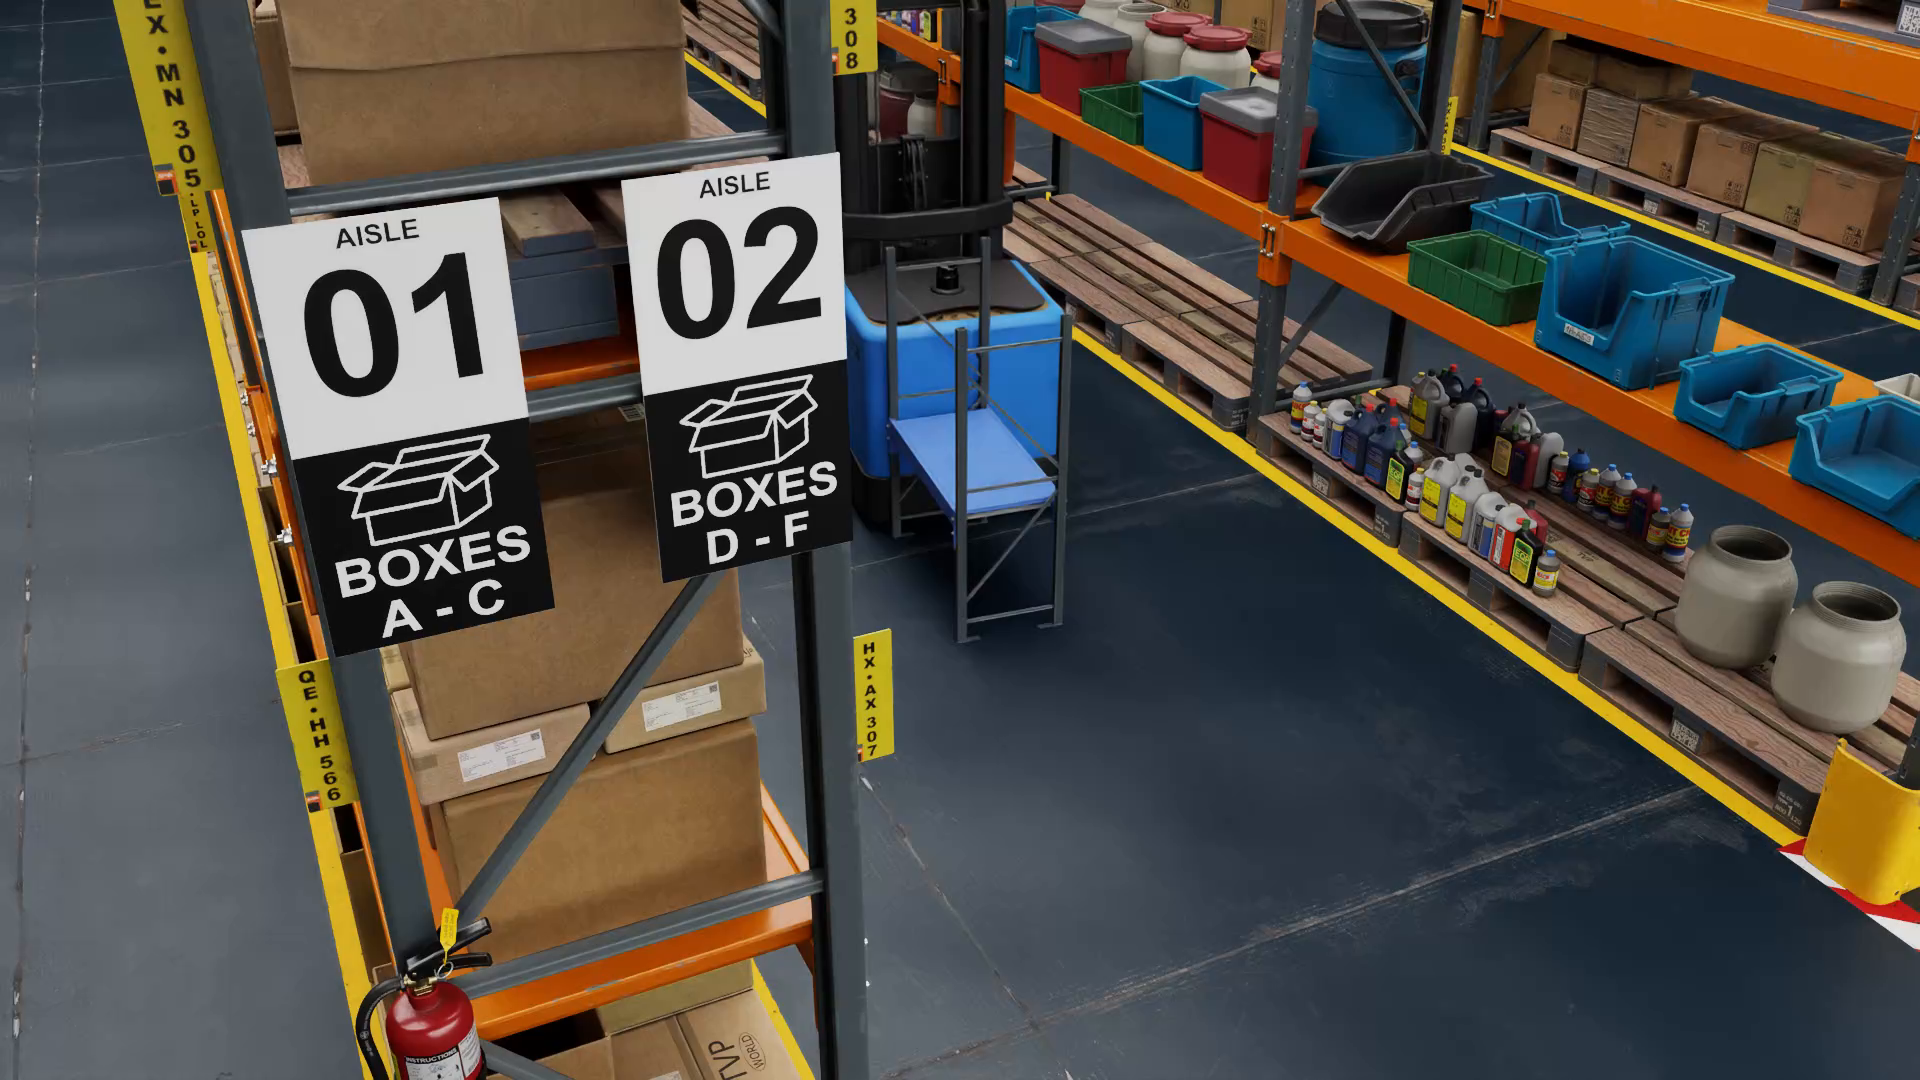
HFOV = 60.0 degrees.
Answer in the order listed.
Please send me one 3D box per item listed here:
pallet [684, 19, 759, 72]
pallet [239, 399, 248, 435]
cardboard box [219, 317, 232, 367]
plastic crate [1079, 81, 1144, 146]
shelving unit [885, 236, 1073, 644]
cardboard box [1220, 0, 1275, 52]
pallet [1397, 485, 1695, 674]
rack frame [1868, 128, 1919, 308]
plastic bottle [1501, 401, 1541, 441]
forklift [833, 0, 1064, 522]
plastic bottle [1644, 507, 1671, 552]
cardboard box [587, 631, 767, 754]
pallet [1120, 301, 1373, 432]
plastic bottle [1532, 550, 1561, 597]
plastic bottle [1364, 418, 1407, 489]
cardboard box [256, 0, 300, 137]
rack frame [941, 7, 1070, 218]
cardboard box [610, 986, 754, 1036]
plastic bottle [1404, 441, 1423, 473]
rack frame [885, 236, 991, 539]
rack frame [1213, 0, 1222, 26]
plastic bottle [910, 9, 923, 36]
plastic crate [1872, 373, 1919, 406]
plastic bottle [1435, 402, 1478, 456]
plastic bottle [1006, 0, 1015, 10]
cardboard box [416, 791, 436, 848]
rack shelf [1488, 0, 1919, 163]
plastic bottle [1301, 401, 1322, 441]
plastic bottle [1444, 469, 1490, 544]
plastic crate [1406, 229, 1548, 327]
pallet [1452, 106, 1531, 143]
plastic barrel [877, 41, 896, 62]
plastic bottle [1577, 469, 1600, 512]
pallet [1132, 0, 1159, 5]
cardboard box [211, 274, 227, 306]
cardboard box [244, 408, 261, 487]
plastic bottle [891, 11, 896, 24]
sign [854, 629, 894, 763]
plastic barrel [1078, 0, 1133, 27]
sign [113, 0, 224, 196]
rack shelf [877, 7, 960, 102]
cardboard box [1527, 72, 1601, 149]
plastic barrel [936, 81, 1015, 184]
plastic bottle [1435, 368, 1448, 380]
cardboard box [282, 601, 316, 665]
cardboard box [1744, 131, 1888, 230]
[{"bbox_3d":[-2.251,-5.112,17.150,1.003,0.211,1.213,-13,32,-22],"label":"pallet"},{"bbox_3d":[-3.293,-0.540,8.997,1.003,0.211,1.213,-13,32,-22],"label":"pallet"},{"bbox_3d":[-3.955,-1.135,9.590,0.500,0.250,0.500,-14,32,-23],"label":"cardboard box"},{"bbox_3d":[1.059,-2.555,9.957,0.450,0.188,0.662,-13,32,-22],"label":"plastic crate"},{"bbox_3d":[0.060,-0.469,7.554,0.538,1.500,1.048,-9,31,-16],"label":"shelving unit"},{"bbox_3d":[3.393,-5.489,16.716,1.225,0.875,0.875,-13,32,-22],"label":"cardboard box"},{"bbox_3d":[2.840,0.124,7.814,1.003,0.211,1.213,-13,32,-22],"label":"pallet"},{"bbox_3d":[6.535,-2.978,10.493,1.000,3.000,0.127,-13,32,-22],"label":"rack frame"},{"bbox_3d":[2.819,-0.523,8.374,0.144,0.351,0.185,-13,32,-22],"label":"plastic bottle"},{"bbox_3d":[-0.373,-2.076,8.956,1.130,2.935,3.031,-8,30,-14],"label":"forklift"},{"bbox_3d":[3.237,-0.054,7.691,0.097,0.201,0.097,0,29,0],"label":"plastic bottle"},{"bbox_3d":[-0.671,0.323,3.842,0.380,0.149,0.250,-13,32,-22],"label":"cardboard box"},{"bbox_3d":[1.689,-1.060,9.925,1.003,0.211,1.213,-13,32,-22],"label":"pallet"},{"bbox_3d":[2.594,0.139,7.347,0.097,0.201,0.097,0,29,0],"label":"plastic bottle"},{"bbox_3d":[2.114,-0.447,8.239,0.144,0.351,0.185,-15,32,-24],"label":"plastic bottle"},{"bbox_3d":[-1.429,-1.073,3.610,0.500,0.250,0.500,-13,32,-22],"label":"cardboard box"},{"bbox_3d":[0.344,-3.705,11.790,1.000,3.000,0.127,-13,32,-22],"label":"rack frame"},{"bbox_3d":[-0.944,1.380,5.104,0.500,0.250,0.500,-13,32,-22],"label":"cardboard box"},{"bbox_3d":[2.211,-0.355,8.157,0.097,0.271,0.097,0,29,0],"label":"plastic bottle"},{"bbox_3d":[-0.100,-0.705,7.974,0.500,1.500,0.032,-9,31,-16],"label":"rack frame"},{"bbox_3d":[3.100,-6.512,16.795,1.000,3.000,0.127,-13,32,-22],"label":"rack frame"},{"bbox_3d":[-0.314,-3.845,12.159,0.061,0.283,0.133,-13,32,-22],"label":"plastic bottle"},{"bbox_3d":[3.685,-0.519,6.378,0.298,0.136,0.250,-13,32,-22],"label":"plastic crate"},{"bbox_3d":[2.558,-0.591,8.571,0.152,0.276,0.135,-13,32,-22],"label":"plastic bottle"},{"bbox_3d":[0.313,-3.878,12.225,0.152,0.276,0.135,-13,32,-22],"label":"plastic bottle"},{"bbox_3d":[-1.115,0.384,4.396,0.700,0.500,0.500,-12,32,-21],"label":"cardboard box"},{"bbox_3d":[5.676,-3.547,12.245,1.077,0.370,4.000,-13,32,-22],"label":"rack shelf"},{"bbox_3d":[1.846,-0.631,8.720,0.097,0.201,0.097,0,29,0],"label":"plastic bottle"},{"bbox_3d":[2.377,-0.177,7.758,0.144,0.351,0.185,-12,31,-20],"label":"plastic bottle"},{"bbox_3d":[2.389,-1.186,7.515,0.450,0.188,0.662,-13,32,-22],"label":"plastic crate"},{"bbox_3d":[4.547,-3.892,14.976,1.003,0.211,1.213,-13,32,-22],"label":"pallet"},{"bbox_3d":[-0.851,-4.183,14.359,0.600,0.901,0.708,-13,32,-22],"label":"plastic barrel"},{"bbox_3d":[3.049,-0.248,8.036,0.097,0.201,0.097,0,29,0],"label":"plastic bottle"},{"bbox_3d":[2.317,-6.187,19.068,1.003,0.211,1.213,-13,32,-22],"label":"pallet"},{"bbox_3d":[-3.938,-1.371,9.437,0.500,0.311,0.500,-14,32,-23],"label":"cardboard box"},{"bbox_3d":[-3.076,-0.475,7.839,0.500,0.311,0.500,-12,32,-21],"label":"cardboard box"},{"bbox_3d":[-0.472,-3.993,12.507,0.097,0.201,0.097,0,29,0],"label":"plastic bottle"},{"bbox_3d":[-0.193,0.342,3.608,0.100,0.325,0.005,-13,32,-22],"label":"sign"},{"bbox_3d":[0.979,-3.344,11.032,0.421,0.512,0.421,0,29,0],"label":"plastic barrel"},{"bbox_3d":[-1.193,-0.685,2.513,0.100,0.325,0.005,-13,32,-22],"label":"sign"},{"bbox_3d":[-0.514,-4.274,13.541,1.077,0.370,4.000,-13,32,-22],"label":"rack shelf"},{"bbox_3d":[5.123,-3.554,13.628,0.700,0.500,0.500,-15,33,-25],"label":"cardboard box"},{"bbox_3d":[0.119,-3.154,12.597,0.600,0.830,0.708,-13,32,-22],"label":"plastic barrel"},{"bbox_3d":[2.566,-0.802,8.940,0.061,0.283,0.133,-11,31,-20],"label":"plastic bottle"},{"bbox_3d":[-2.068,0.502,5.903,0.500,0.500,0.500,-13,32,-22],"label":"cardboard box"},{"bbox_3d":[6.103,-2.570,11.872,0.700,0.500,0.500,-13,32,-22],"label":"cardboard box"}]
